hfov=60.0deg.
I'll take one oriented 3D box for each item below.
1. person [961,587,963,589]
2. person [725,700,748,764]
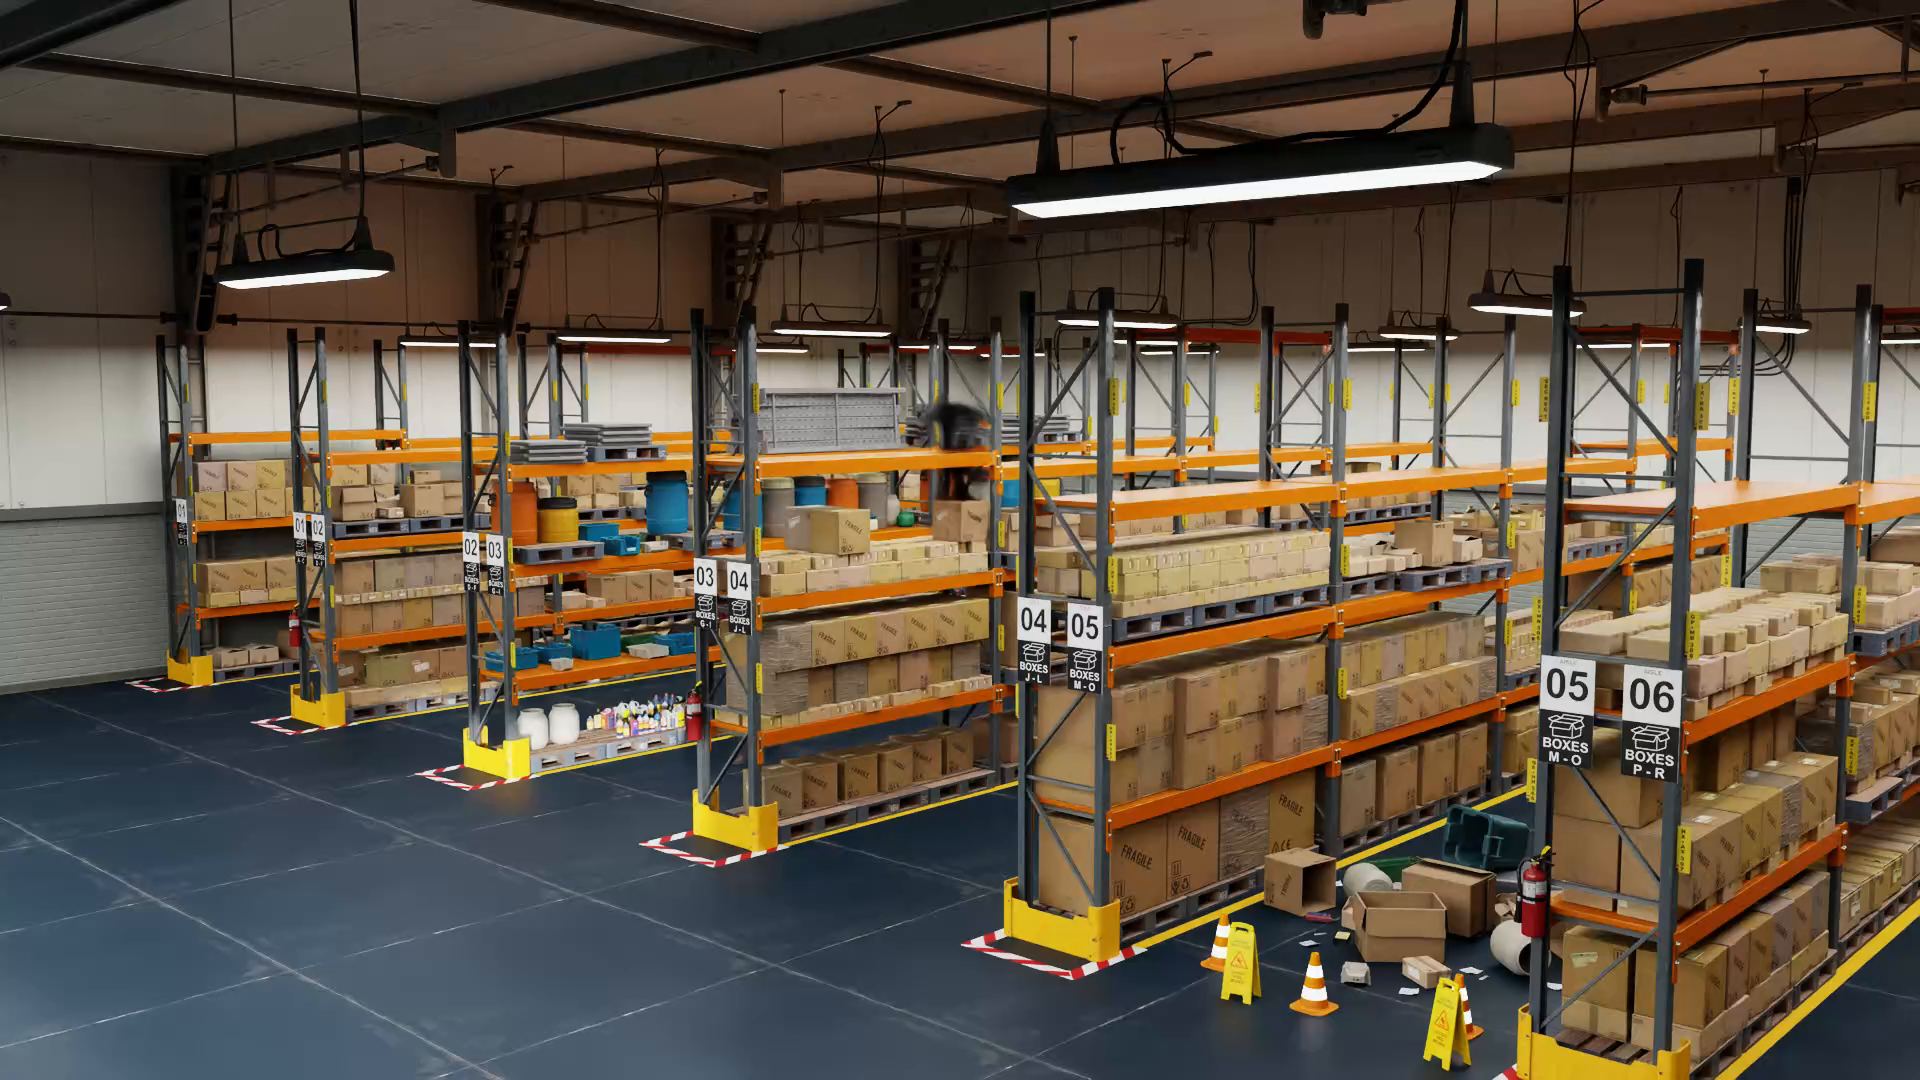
[{"bbox_3d":[0.310,0.633,40.287,0.773,1.530,0.850,-2,6,-18],"label":"person"},{"bbox_3d":[-2.980,2.238,22.716,0.575,1.626,0.585,3,6,28],"label":"person"}]
